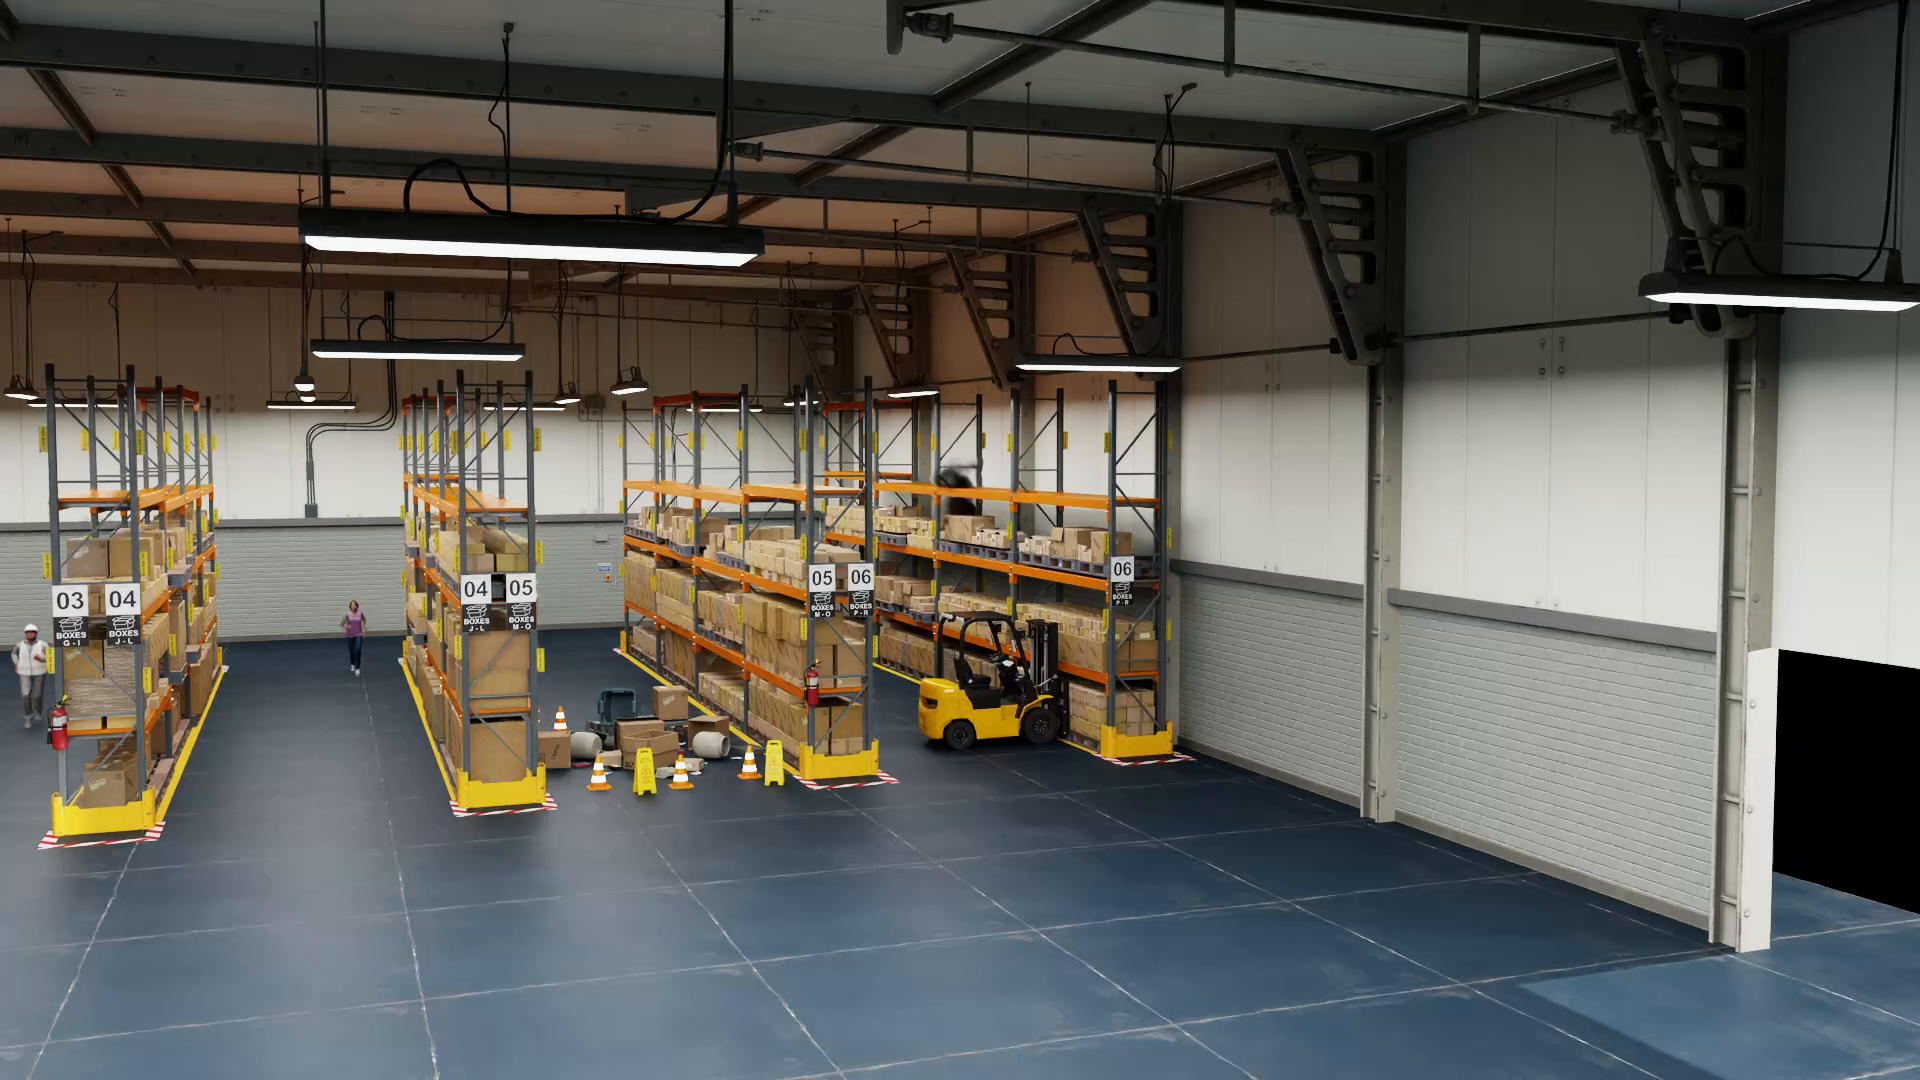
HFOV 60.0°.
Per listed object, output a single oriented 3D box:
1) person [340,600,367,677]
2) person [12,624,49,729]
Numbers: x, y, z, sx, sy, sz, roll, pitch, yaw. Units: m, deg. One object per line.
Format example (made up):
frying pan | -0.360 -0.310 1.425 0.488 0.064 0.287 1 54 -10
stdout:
person | -13.073 2.097 35.858 0.531 1.613 0.840 -1 4 -19
person | -16.397 2.398 29.395 0.643 1.827 0.737 -2 4 -27
